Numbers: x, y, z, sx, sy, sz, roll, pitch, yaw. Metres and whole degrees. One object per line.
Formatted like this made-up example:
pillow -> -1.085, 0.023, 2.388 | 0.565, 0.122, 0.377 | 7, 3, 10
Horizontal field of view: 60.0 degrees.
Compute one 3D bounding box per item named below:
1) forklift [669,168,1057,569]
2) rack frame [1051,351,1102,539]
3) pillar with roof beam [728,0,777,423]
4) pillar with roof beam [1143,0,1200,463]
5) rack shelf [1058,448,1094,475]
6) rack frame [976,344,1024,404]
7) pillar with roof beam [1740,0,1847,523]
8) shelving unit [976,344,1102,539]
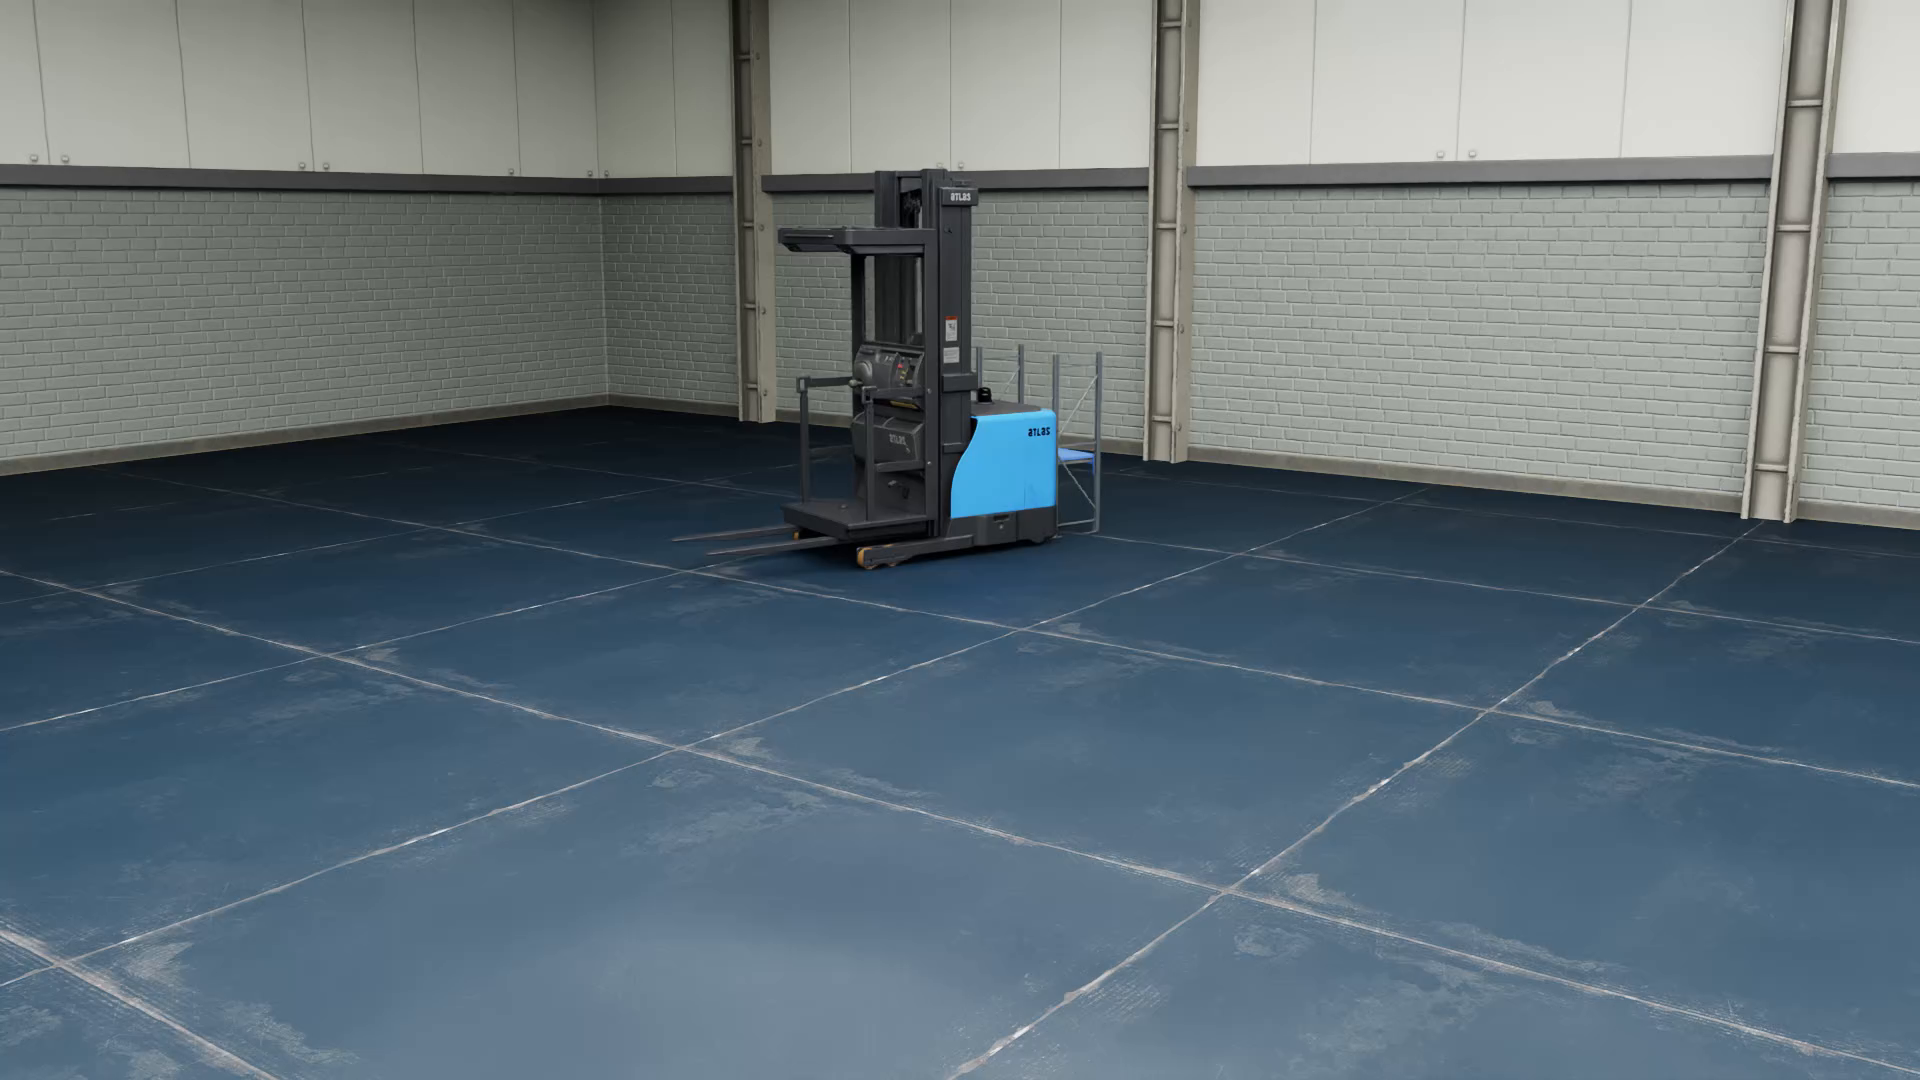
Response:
forklift -> -0.726, -1.333, 12.705 | 3.031, 2.935, 1.130 | -7, 13, -33
rack frame -> 0.952, -0.778, 13.601 | 0.500, 1.500, 0.032 | -8, 14, -36
pillar with roof beam -> -5.158, -5.300, 17.234 | 0.400, 9.000, 9.100 | 8, 13, 36
pillar with roof beam -> -0.322, -4.626, 13.748 | 0.400, 9.000, 9.100 | 8, 13, 36
rack shelf -> 0.649, -0.679, 14.036 | 0.538, 0.185, 1.000 | -8, 14, -36
rack frame -> 0.346, -0.933, 14.402 | 0.500, 1.500, 0.032 | -8, 14, -36
pillar with roof beam -> 4.514, -3.951, 10.261 | 0.400, 9.000, 9.100 | 8, 13, 36
shelving unit -> 0.649, -0.855, 14.001 | 0.538, 1.500, 1.048 | -8, 14, -36
